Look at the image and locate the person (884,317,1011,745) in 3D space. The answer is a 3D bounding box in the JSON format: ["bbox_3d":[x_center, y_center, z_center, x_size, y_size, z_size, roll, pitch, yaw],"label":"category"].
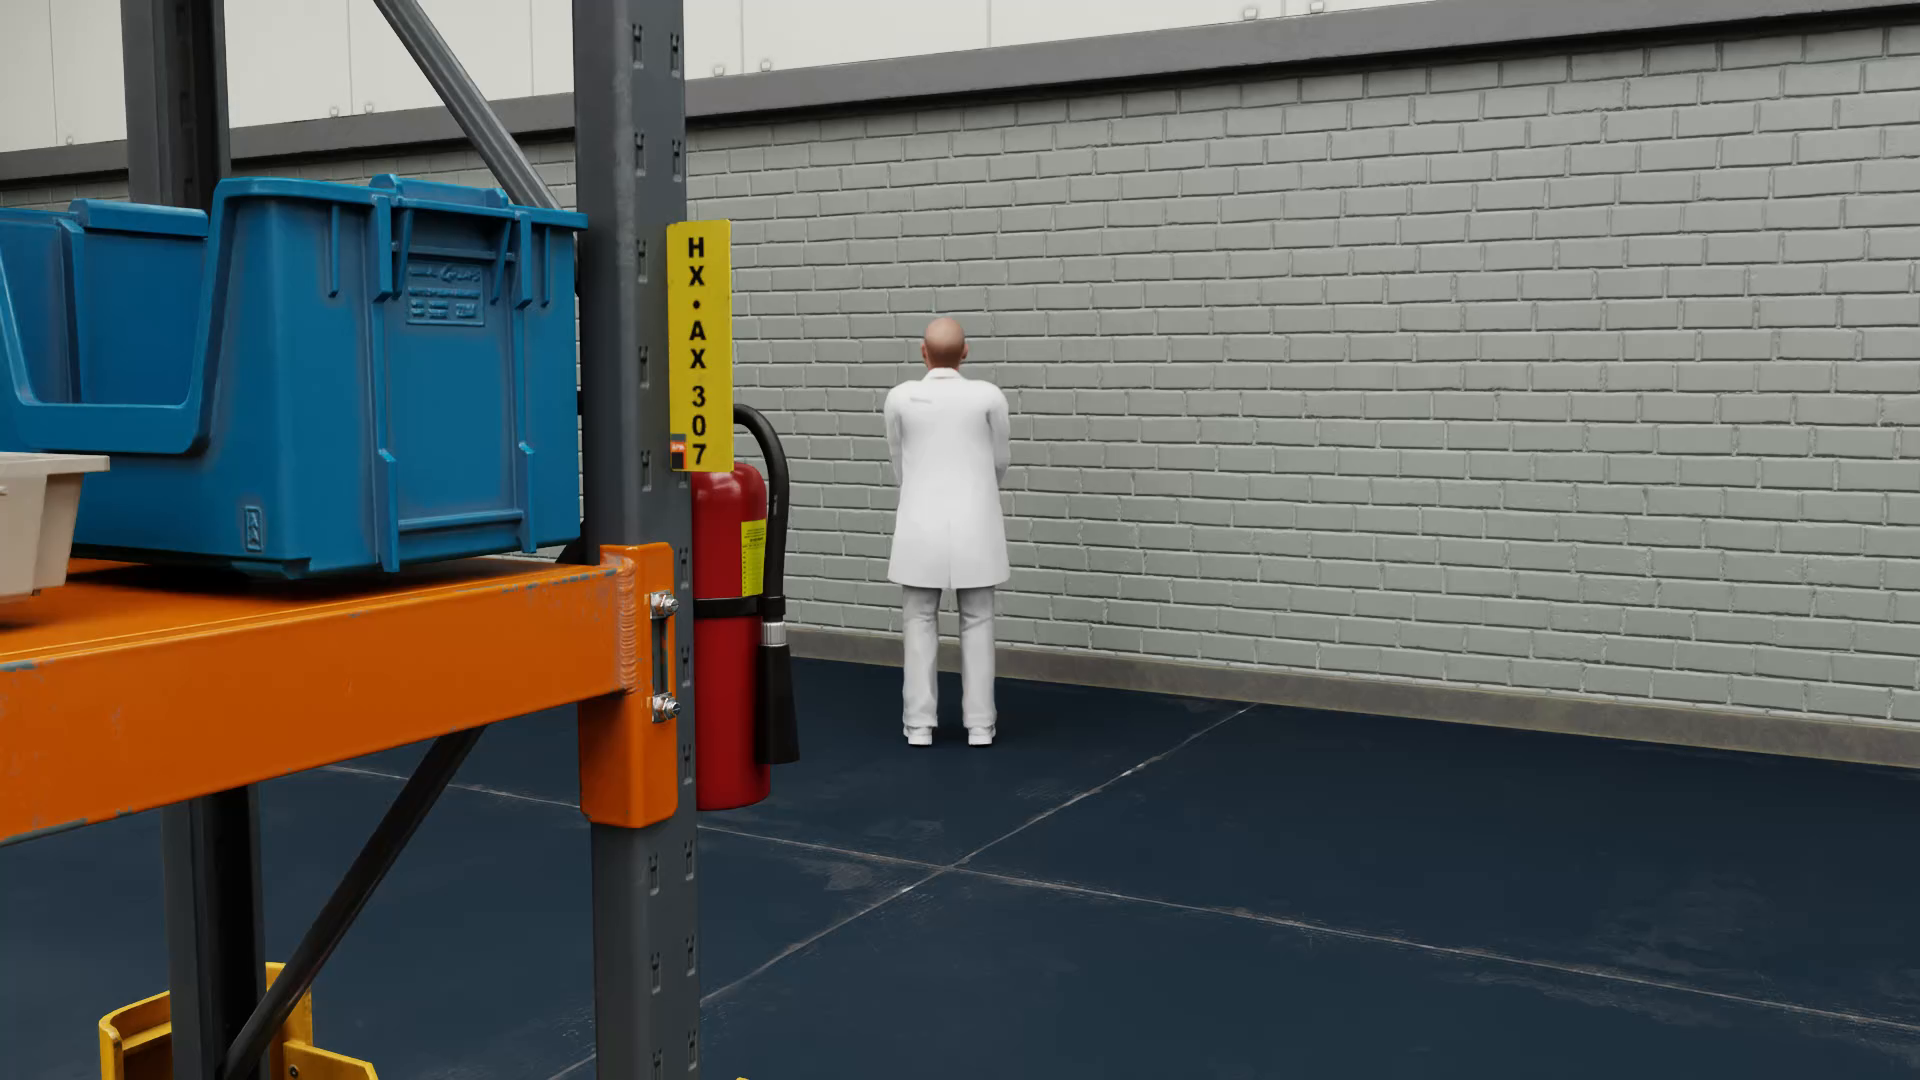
[{"bbox_3d":[-0.049,-0.045,7.038,0.527,1.775,0.556,0,6,1],"label":"person"}]
